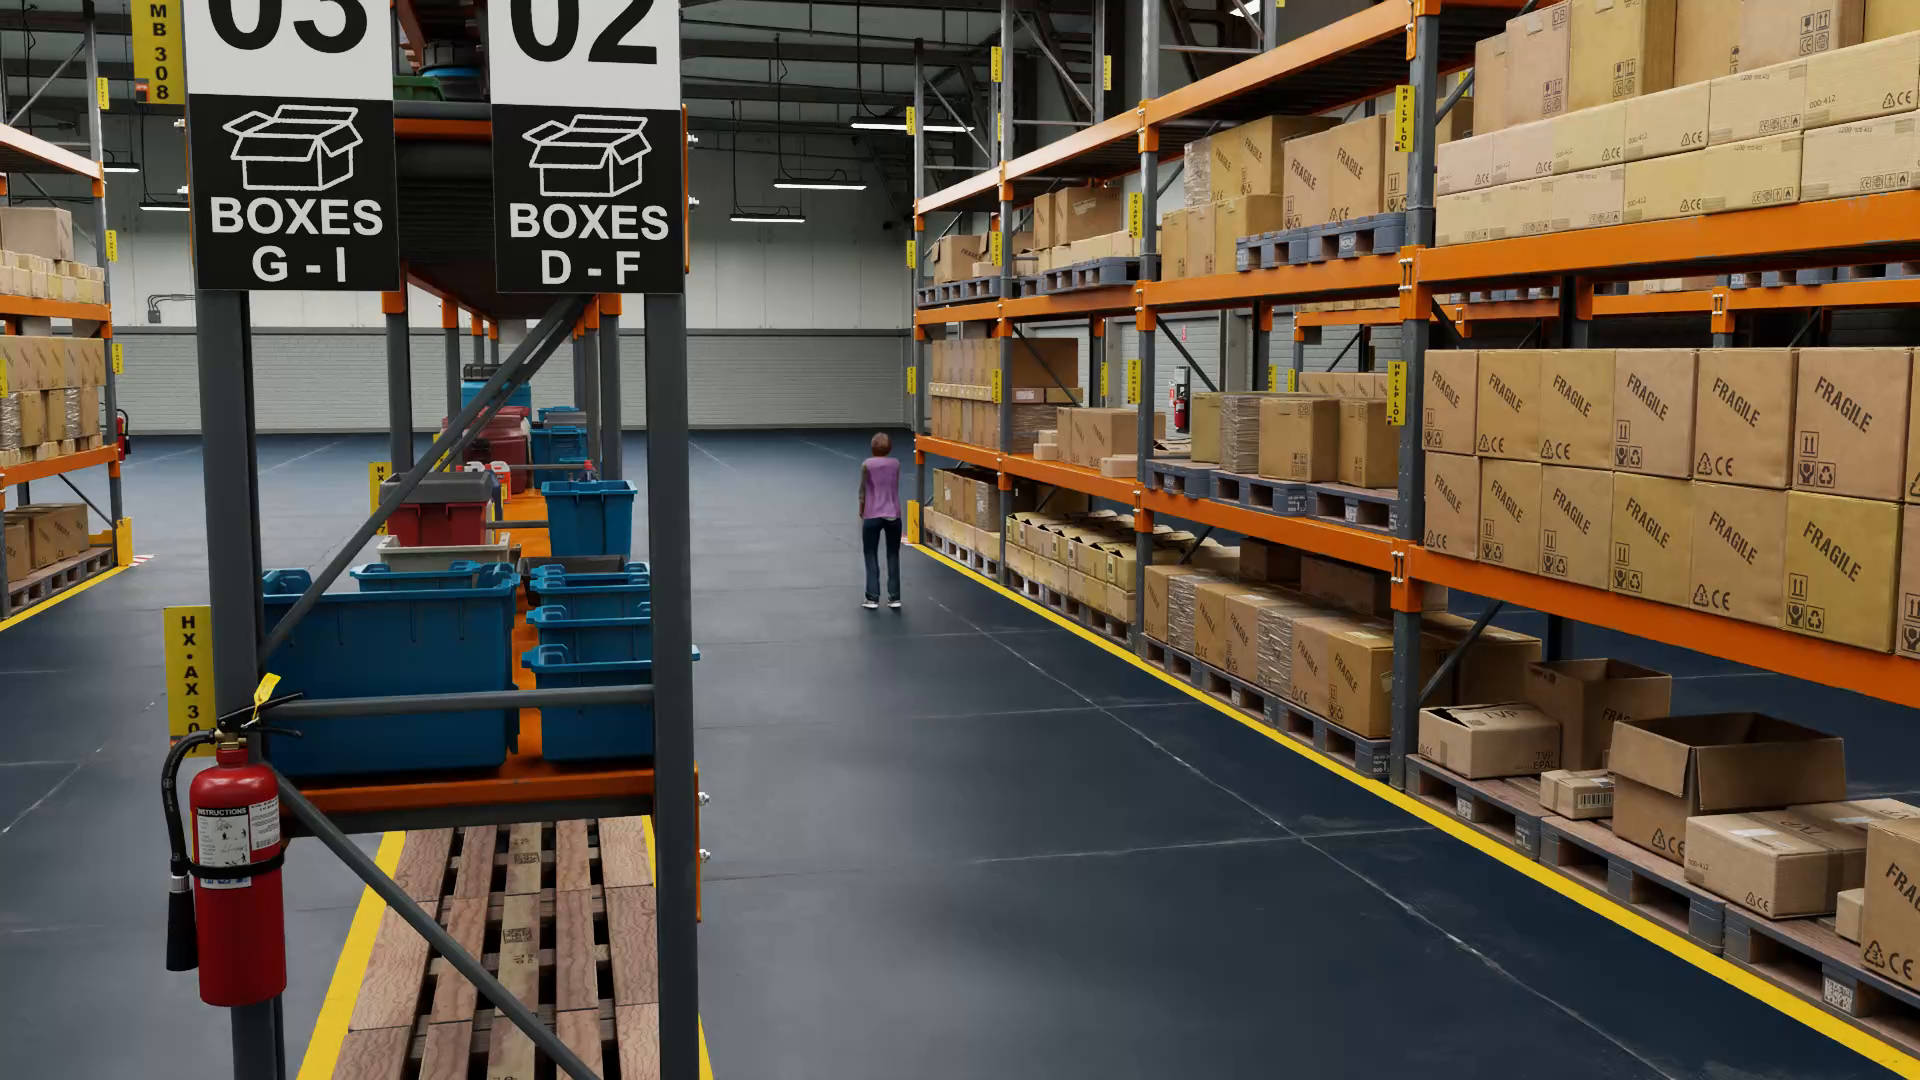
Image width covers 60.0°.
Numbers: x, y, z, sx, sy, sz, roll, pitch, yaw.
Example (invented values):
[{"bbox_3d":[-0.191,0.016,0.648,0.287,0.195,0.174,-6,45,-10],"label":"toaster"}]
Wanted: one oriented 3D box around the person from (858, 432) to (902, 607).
[{"bbox_3d":[-0.729,-0.187,15.081,0.375,1.599,0.497,-2,7,-14],"label":"person"}]
